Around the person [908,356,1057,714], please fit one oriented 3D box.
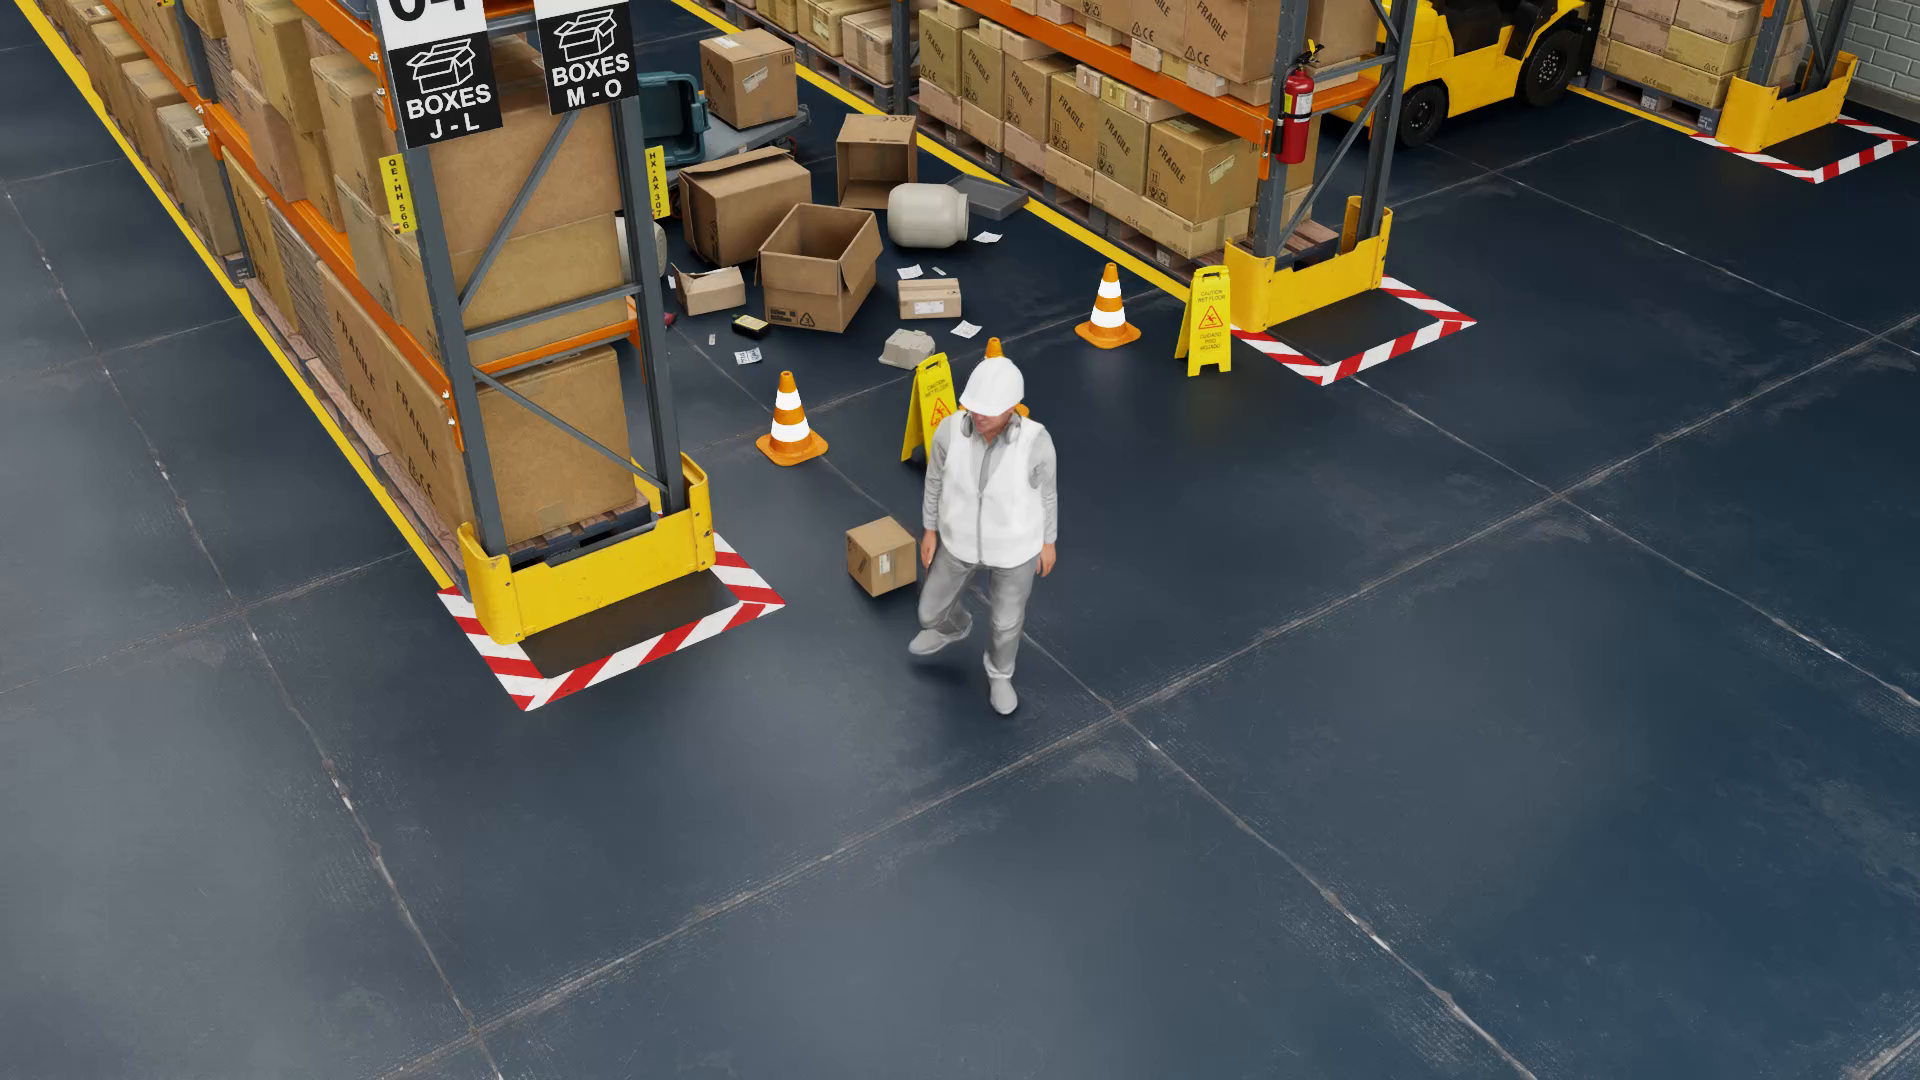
[{"bbox_3d":[0.069,-0.046,7.025,0.694,1.760,0.517,9,37,12],"label":"person"}]
